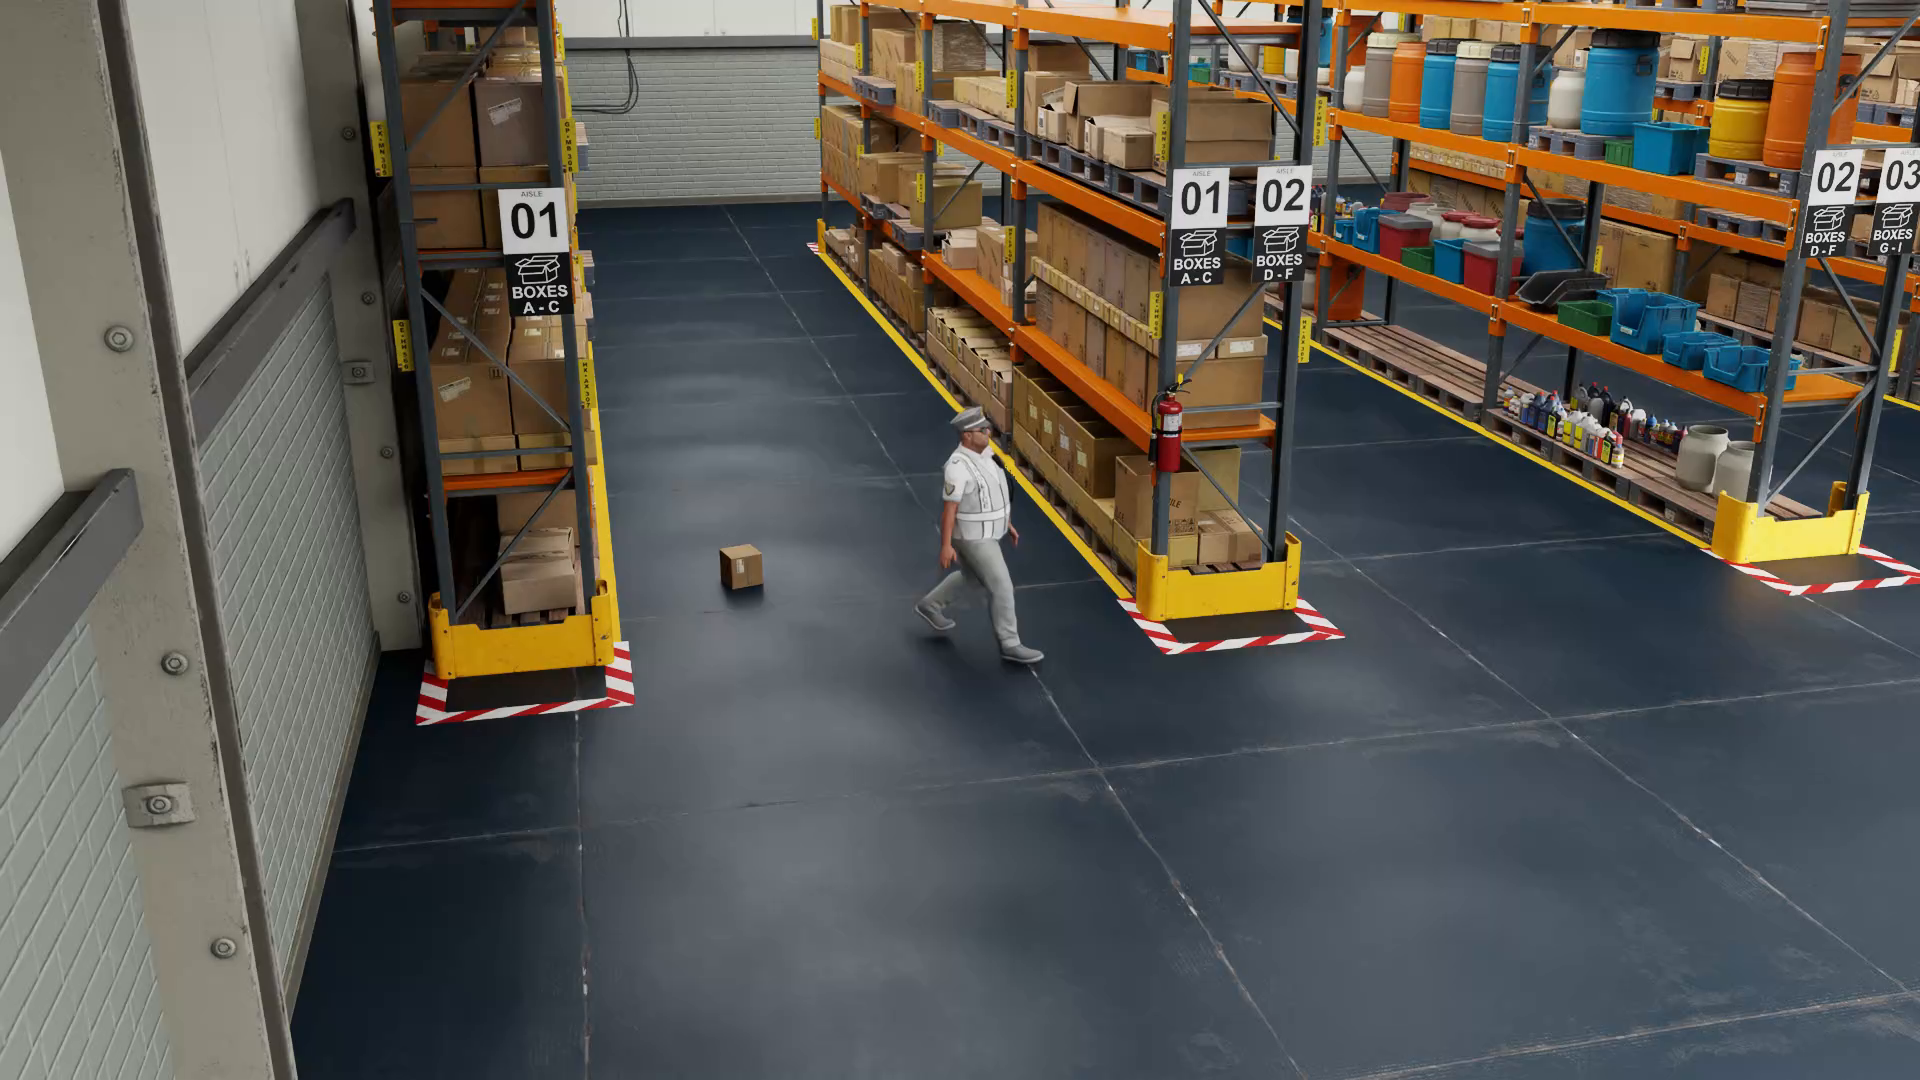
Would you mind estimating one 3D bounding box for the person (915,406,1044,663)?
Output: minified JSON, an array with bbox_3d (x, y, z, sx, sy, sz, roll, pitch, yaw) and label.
[{"bbox_3d":[0.127,-0.075,11.240,1.050,1.724,0.564,8,21,21],"label":"person"}]
